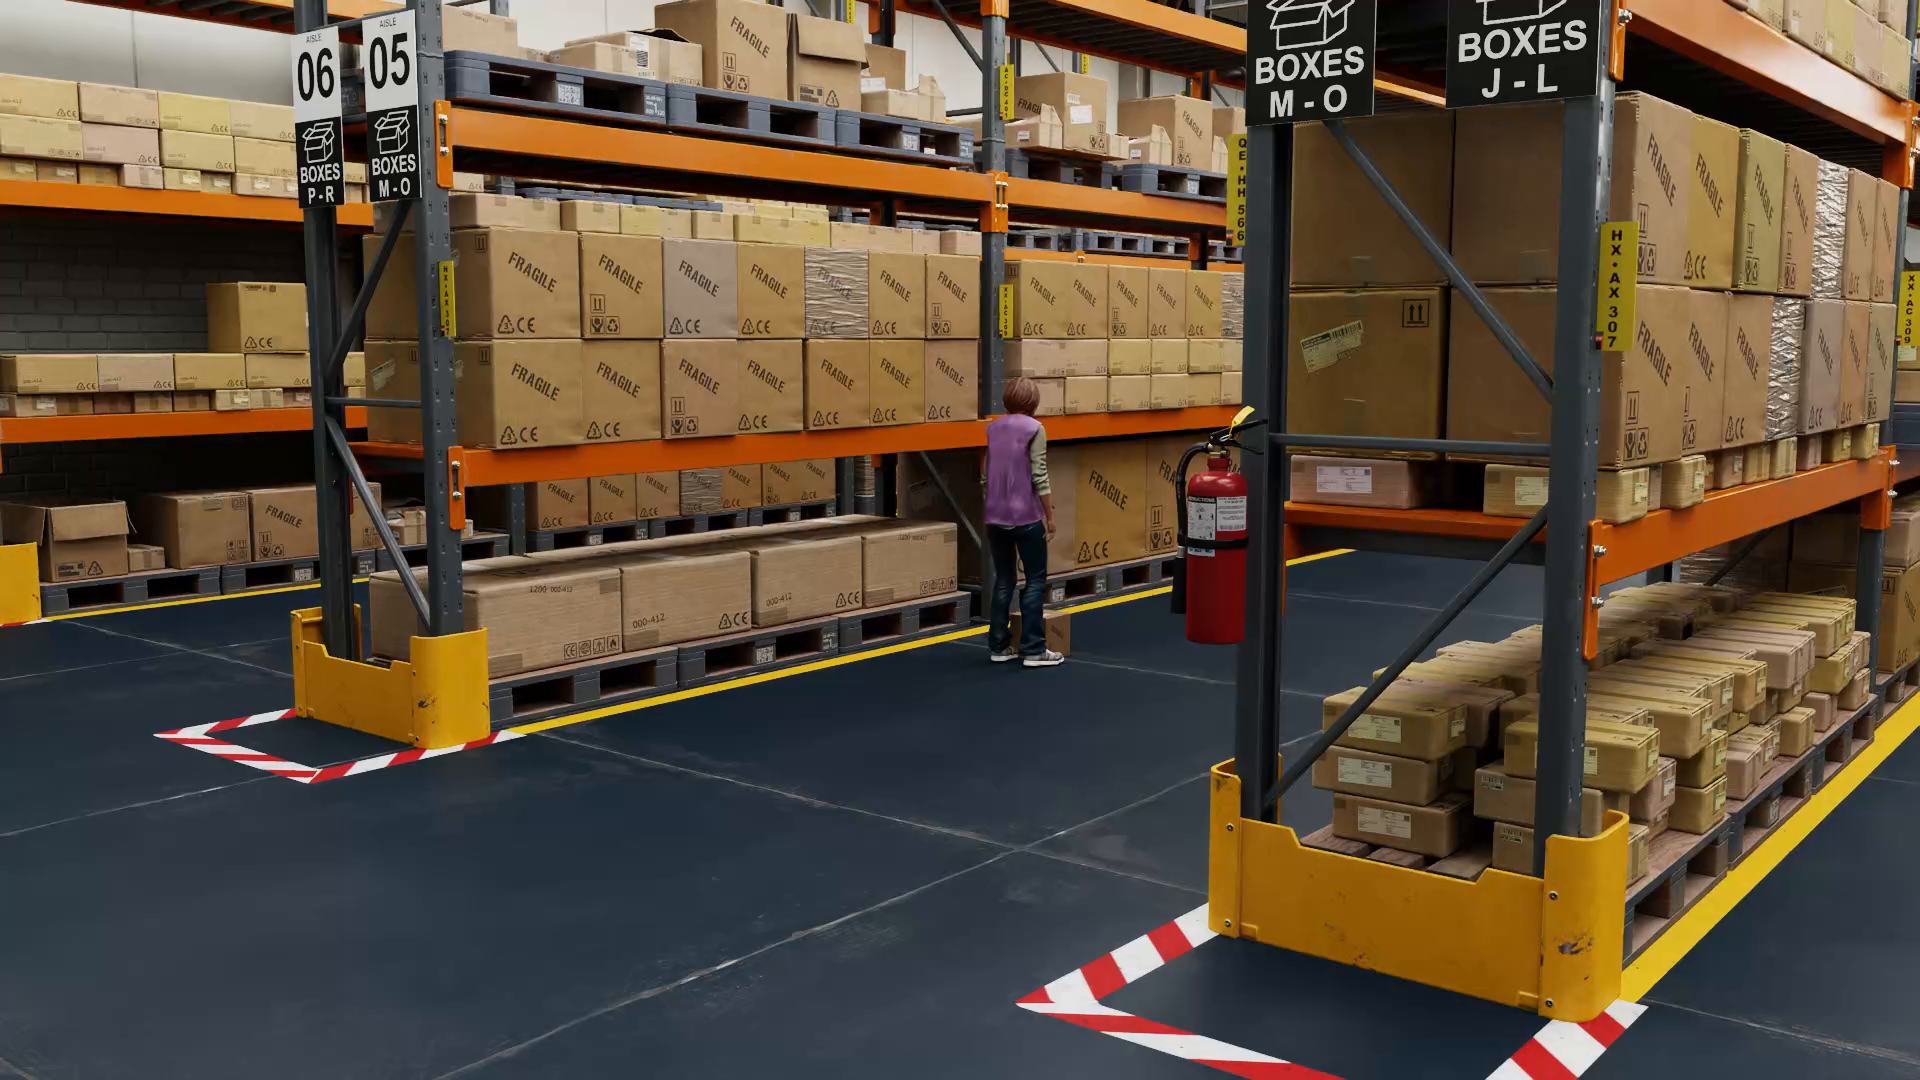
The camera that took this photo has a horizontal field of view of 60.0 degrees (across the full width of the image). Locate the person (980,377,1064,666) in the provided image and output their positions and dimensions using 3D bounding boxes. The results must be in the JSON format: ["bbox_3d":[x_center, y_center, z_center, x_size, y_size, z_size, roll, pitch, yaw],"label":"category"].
[{"bbox_3d":[0.317,-0.102,9.214,0.460,1.593,0.343,6,9,39],"label":"person"}]
